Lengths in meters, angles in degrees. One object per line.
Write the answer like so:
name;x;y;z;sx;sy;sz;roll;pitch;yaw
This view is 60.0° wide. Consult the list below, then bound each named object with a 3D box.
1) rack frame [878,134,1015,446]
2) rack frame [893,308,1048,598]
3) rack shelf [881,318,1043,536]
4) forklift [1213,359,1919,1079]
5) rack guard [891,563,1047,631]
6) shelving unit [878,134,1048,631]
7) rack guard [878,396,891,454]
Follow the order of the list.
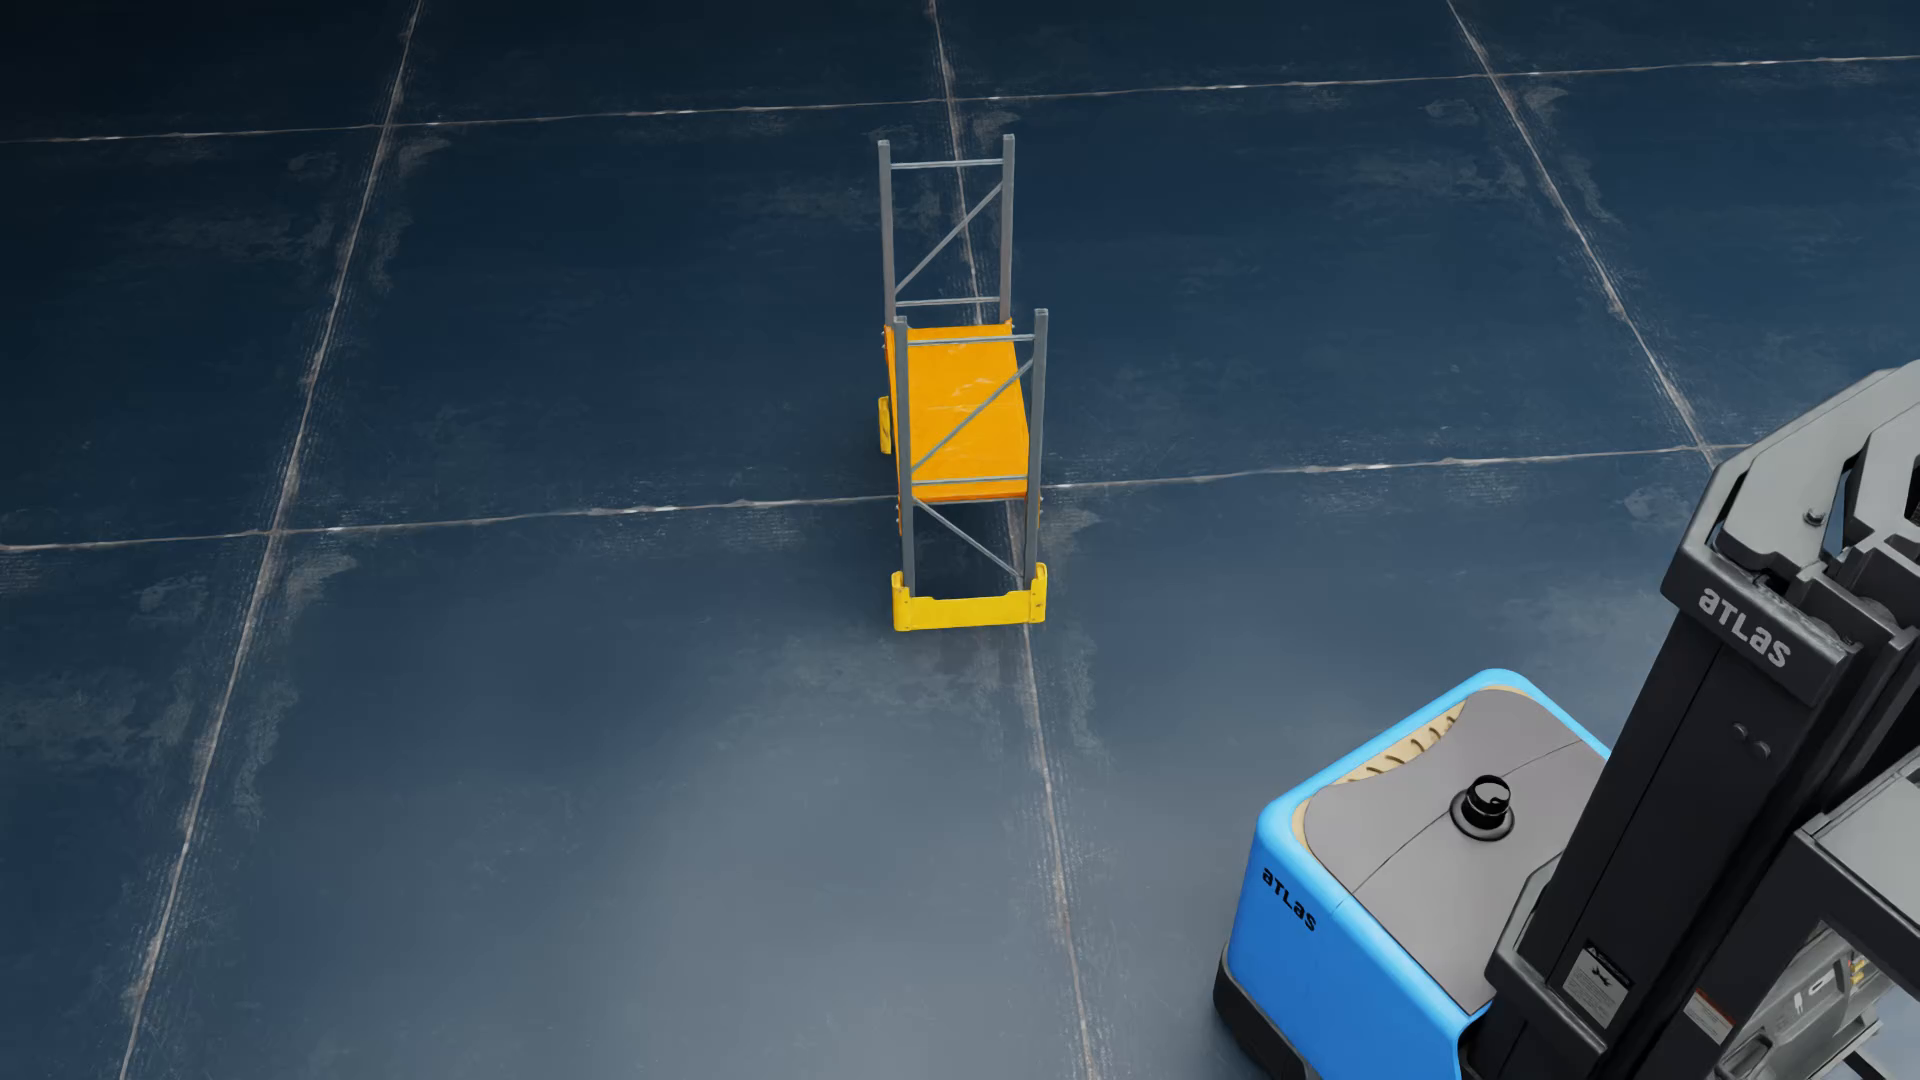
rack frame;-0.050;-0.945;6.612;0.500;1.500;0.032;-3;47;-3
rack frame;0.035;-0.210;5.916;0.500;1.500;0.032;-3;47;-3
rack shelf;-0.007;-0.454;6.395;0.538;0.185;1.000;-3;47;-3
forklift;2.047;1.169;3.624;1.130;2.935;3.031;-26;52;-23
rack guard;0.035;0.219;6.370;0.587;0.250;0.087;-3;47;-3
shelving unit;-0.006;-0.571;6.258;0.587;1.500;1.083;-3;47;-3
rack guard;-0.048;-0.501;7.053;0.587;0.250;0.087;-3;47;-3
